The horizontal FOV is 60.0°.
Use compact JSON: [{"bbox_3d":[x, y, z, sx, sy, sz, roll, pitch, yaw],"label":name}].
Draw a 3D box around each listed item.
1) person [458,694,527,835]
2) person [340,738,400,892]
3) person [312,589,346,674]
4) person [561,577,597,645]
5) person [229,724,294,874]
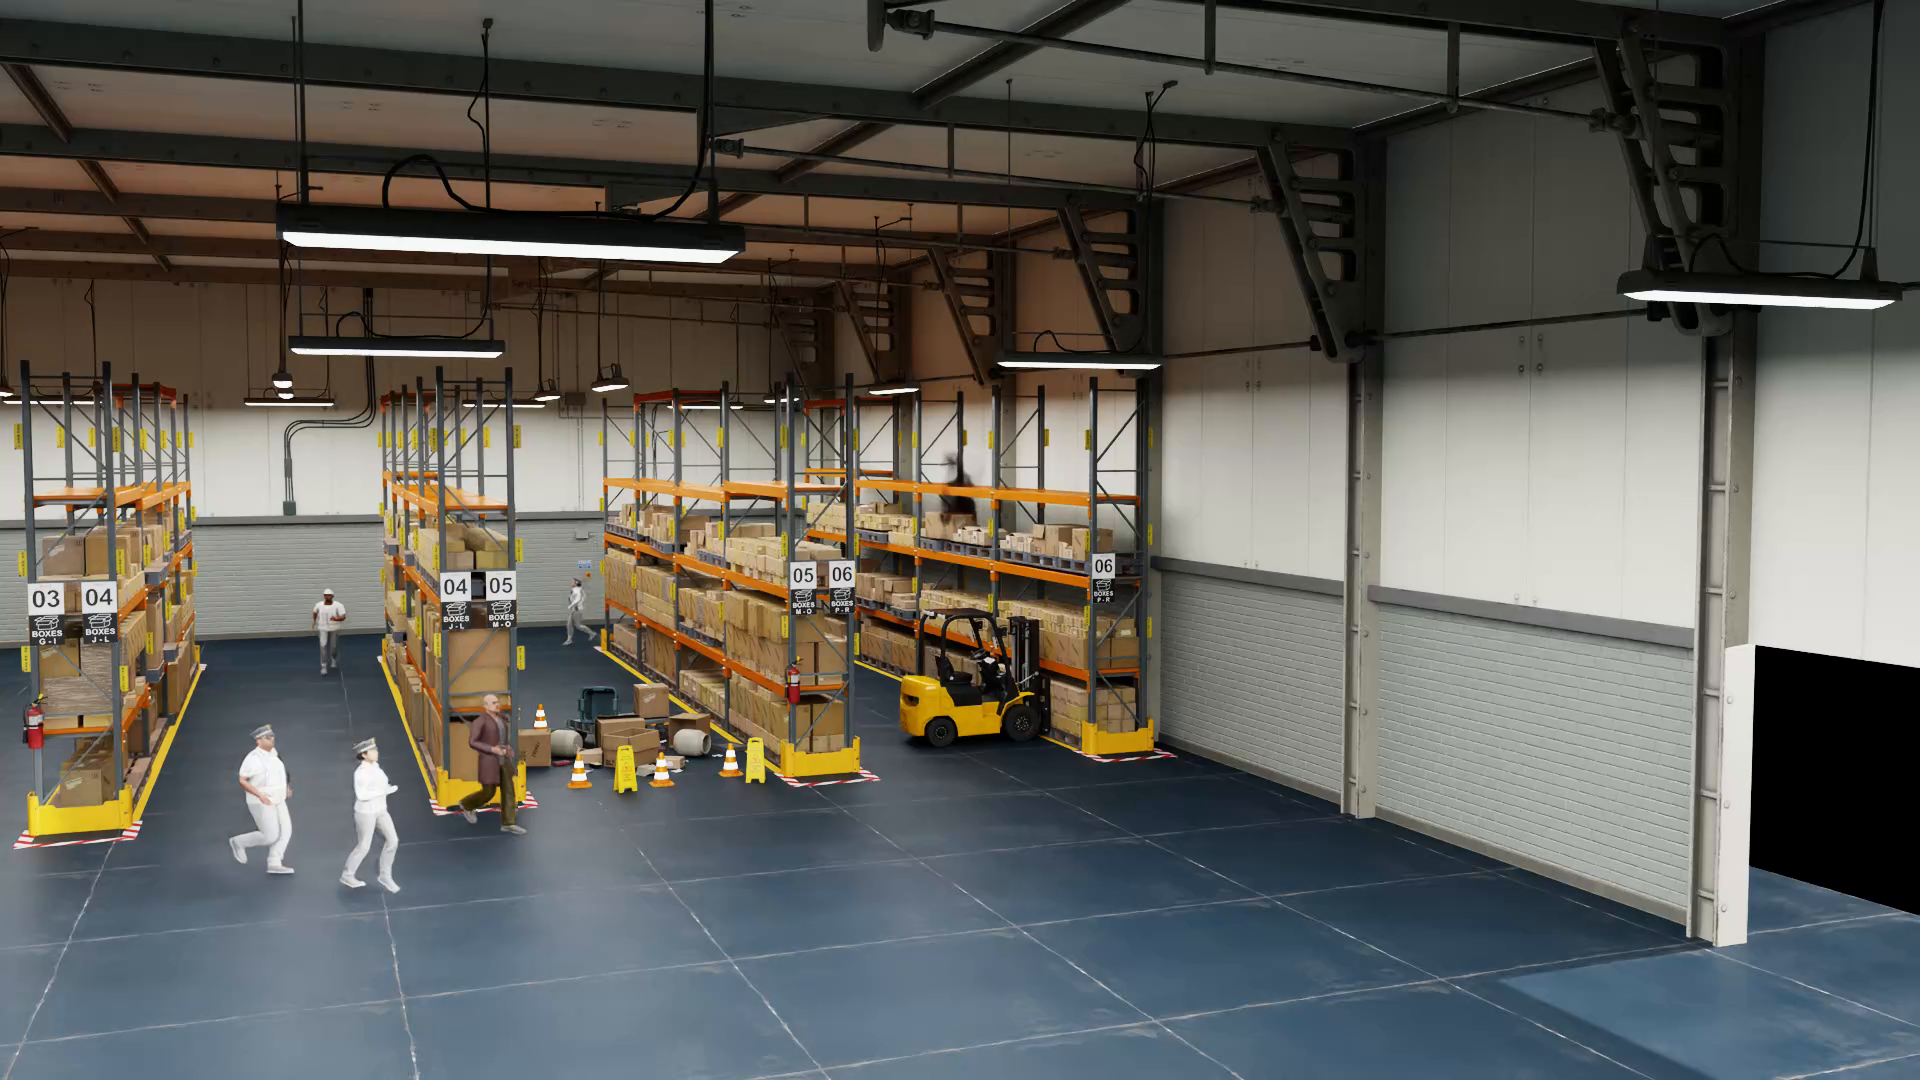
[{"bbox_3d":[-5.958,2.840,21.153,1.007,1.766,0.725,2,4,26],"label":"person"},{"bbox_3d":[-6.511,3.050,18.381,0.712,1.747,0.594,1,3,11],"label":"person"},{"bbox_3d":[-13.588,1.942,35.808,0.691,1.790,0.908,-1,4,-15],"label":"person"},{"bbox_3d":[-9.329,1.733,40.614,0.818,1.699,0.640,-1,4,-13],"label":"person"},{"bbox_3d":[-8.033,2.986,19.182,0.703,1.743,0.664,1,3,10],"label":"person"}]
